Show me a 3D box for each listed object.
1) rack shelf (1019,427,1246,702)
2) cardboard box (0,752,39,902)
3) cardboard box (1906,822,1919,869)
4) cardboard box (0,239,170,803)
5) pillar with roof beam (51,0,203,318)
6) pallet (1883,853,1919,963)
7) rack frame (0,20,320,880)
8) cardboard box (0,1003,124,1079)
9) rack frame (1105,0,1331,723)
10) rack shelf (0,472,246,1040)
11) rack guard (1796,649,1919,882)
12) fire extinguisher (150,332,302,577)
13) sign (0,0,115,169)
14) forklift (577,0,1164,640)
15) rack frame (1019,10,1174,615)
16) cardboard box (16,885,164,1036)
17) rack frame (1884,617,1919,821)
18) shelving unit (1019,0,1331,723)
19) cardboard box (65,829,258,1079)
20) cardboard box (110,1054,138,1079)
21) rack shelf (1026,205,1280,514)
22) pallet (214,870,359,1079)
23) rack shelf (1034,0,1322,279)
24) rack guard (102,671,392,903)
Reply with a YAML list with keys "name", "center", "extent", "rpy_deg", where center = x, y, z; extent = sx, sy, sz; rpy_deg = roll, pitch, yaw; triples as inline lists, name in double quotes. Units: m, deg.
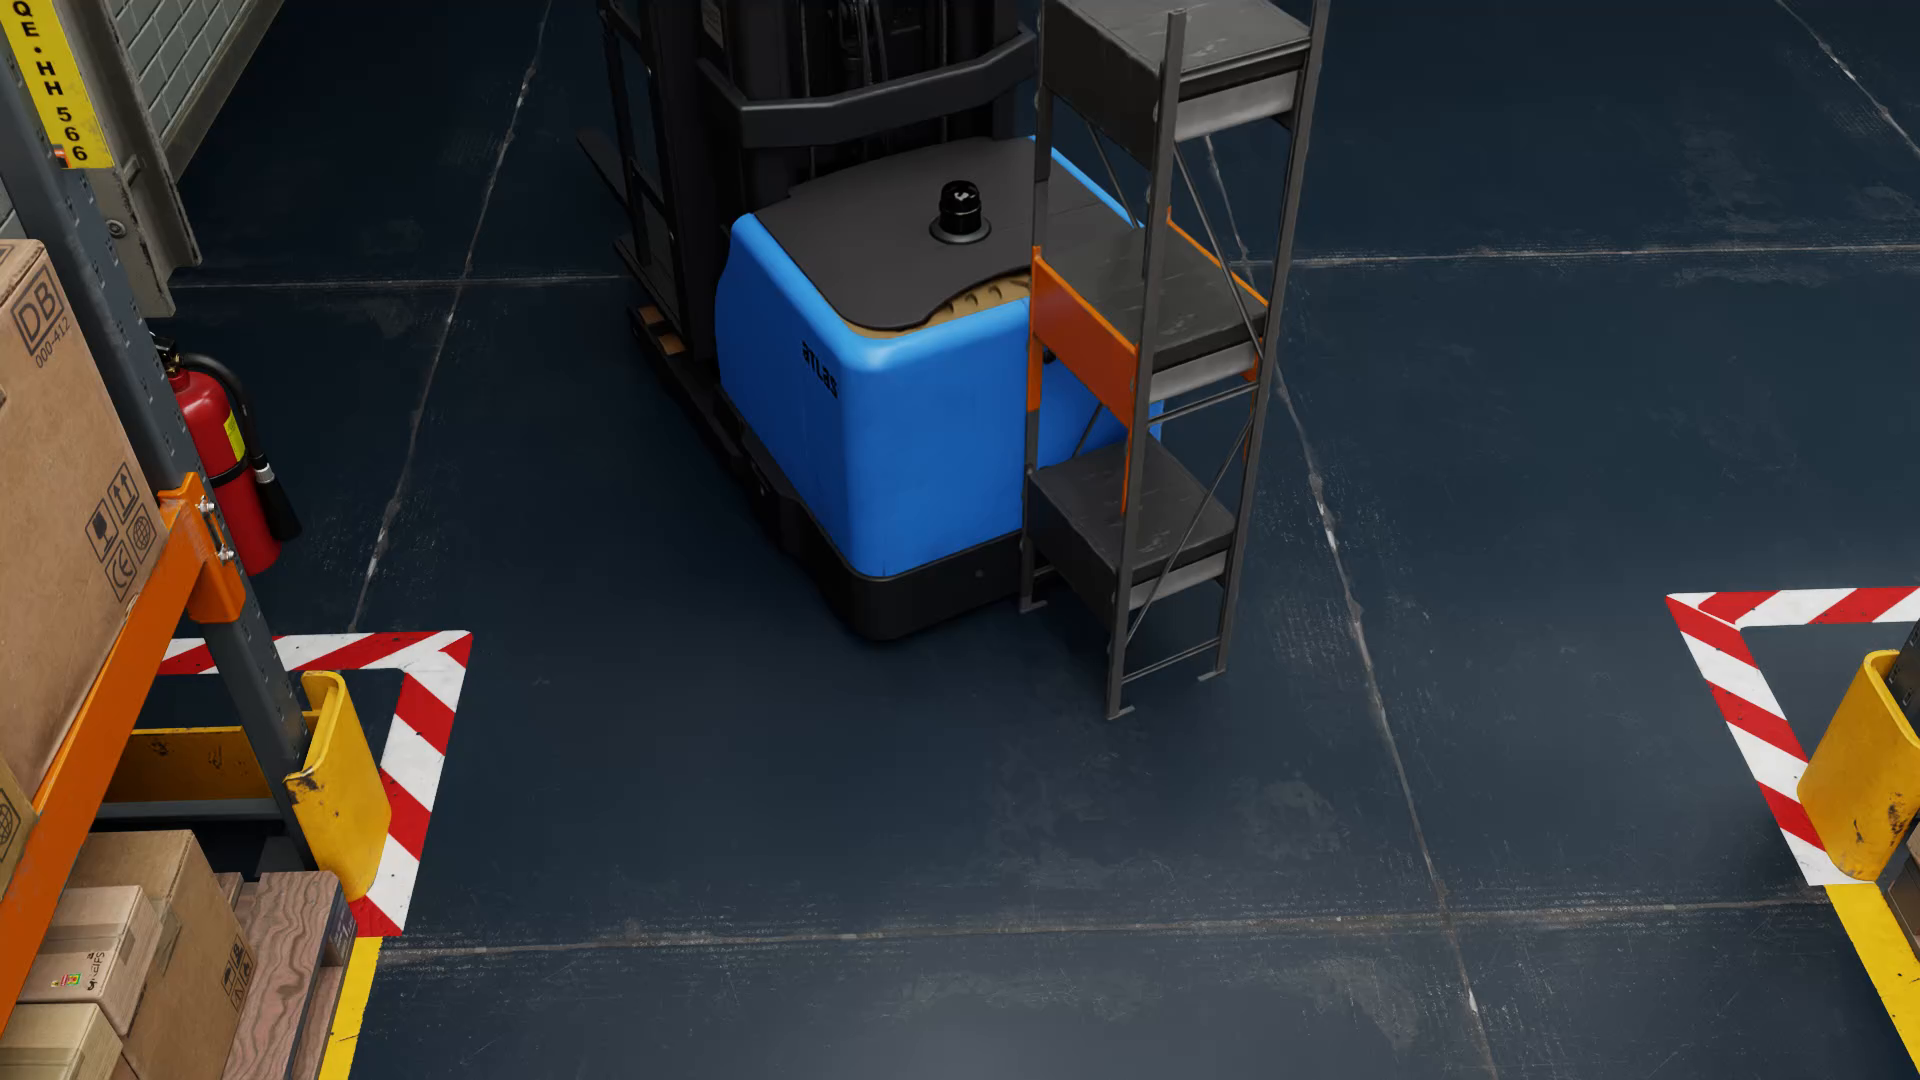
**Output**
- name: "rack shelf"
  center: [0.474, 0.053, 4.694]
  extent: [0.431, 0.518, 0.480]
  rpy_deg: [-20, 46, -21]
- name: "cardboard box"
  center: [-2.025, 0.461, 2.305]
  extent: [0.980, 0.700, 0.700]
  rpy_deg: [-2, 43, -2]
- name: "cardboard box"
  center: [2.524, 0.774, 3.970]
  extent: [0.380, 0.149, 0.250]
  rpy_deg: [-2, 43, -2]
- name: "cardboard box"
  center: [-2.067, -0.029, 2.840]
  extent: [0.980, 0.700, 0.700]
  rpy_deg: [0, 43, 0]
- name: "pillar with roof beam"
  center: [1.223, -4.396, 3.386]
  extent: [9.100, 9.000, 0.400]
  rpy_deg: [-2, 43, -2]
- name: "pallet"
  center: [2.888, 1.210, 3.774]
  extent: [1.003, 0.211, 1.213]
  rpy_deg: [-2, 43, -2]
- name: "rack frame"
  center: [-2.099, -0.263, 3.317]
  extent: [1.000, 3.000, 0.127]
  rpy_deg: [-2, 43, -2]
- name: "cardboard box"
  center: [-1.770, 0.988, 3.011]
  extent: [0.380, 0.149, 0.250]
  rpy_deg: [-1, 43, -1]
- name: "rack frame"
  center: [0.590, -0.328, 4.054]
  extent: [0.400, 2.100, 0.015]
  rpy_deg: [-20, 46, -21]
- name: "rack shelf"
  center: [-2.014, 1.352, 2.087]
  extent: [1.077, 0.370, 4.000]
  rpy_deg: [-2, 43, -2]
- name: "rack guard"
  center: [2.853, 0.565, 4.263]
  extent: [1.175, 0.500, 0.348]
  rpy_deg: [-2, 43, -2]
- name: "fire extinguisher"
  center: [-1.644, -0.212, 3.595]
  extent: [0.296, 0.674, 0.183]
  rpy_deg: [-2, 43, -2]
- name: "sign"
  center: [-1.556, -0.783, 2.852]
  extent: [0.100, 0.325, 0.005]
  rpy_deg: [-2, 43, -2]
- name: "forklift"
  center: [-0.532, -1.779, 5.022]
  extent: [1.130, 2.935, 3.031]
  rpy_deg: [-20, 46, -21]
- name: "rack frame"
  center: [0.357, -0.618, 4.370]
  extent: [0.400, 2.100, 0.015]
  rpy_deg: [-20, 46, -21]
- name: "cardboard box"
  center: [-1.782, 0.816, 3.199]
  extent: [0.380, 0.149, 0.250]
  rpy_deg: [-2, 43, -2]
- name: "rack frame"
  center: [2.850, -0.408, 3.475]
  extent: [1.000, 3.000, 0.127]
  rpy_deg: [-2, 43, -2]
- name: "shelving unit"
  center: [0.474, -0.473, 4.212]
  extent: [0.431, 2.100, 0.503]
  rpy_deg: [-20, 46, -21]
- name: "cardboard box"
  center: [-1.969, 0.973, 3.507]
  extent: [0.700, 0.500, 0.500]
  rpy_deg: [-2, 43, -2]
- name: "cardboard box"
  center: [-1.948, 1.311, 3.139]
  extent: [0.700, 0.500, 0.500]
  rpy_deg: [-2, 43, -2]
- name: "rack shelf"
  center: [0.474, -0.463, 4.221]
  extent: [0.431, 0.518, 0.480]
  rpy_deg: [-20, 46, -21]
- name: "pallet"
  center: [-1.987, 1.303, 3.673]
  extent: [1.003, 0.211, 1.213]
  rpy_deg: [-2, 43, -2]
- name: "rack shelf"
  center: [0.474, -0.979, 3.748]
  extent: [0.431, 0.518, 0.480]
  rpy_deg: [-20, 46, -21]
- name: "rack guard"
  center: [-2.100, 0.642, 4.179]
  extent: [1.175, 0.500, 0.348]
  rpy_deg: [-2, 43, -2]
